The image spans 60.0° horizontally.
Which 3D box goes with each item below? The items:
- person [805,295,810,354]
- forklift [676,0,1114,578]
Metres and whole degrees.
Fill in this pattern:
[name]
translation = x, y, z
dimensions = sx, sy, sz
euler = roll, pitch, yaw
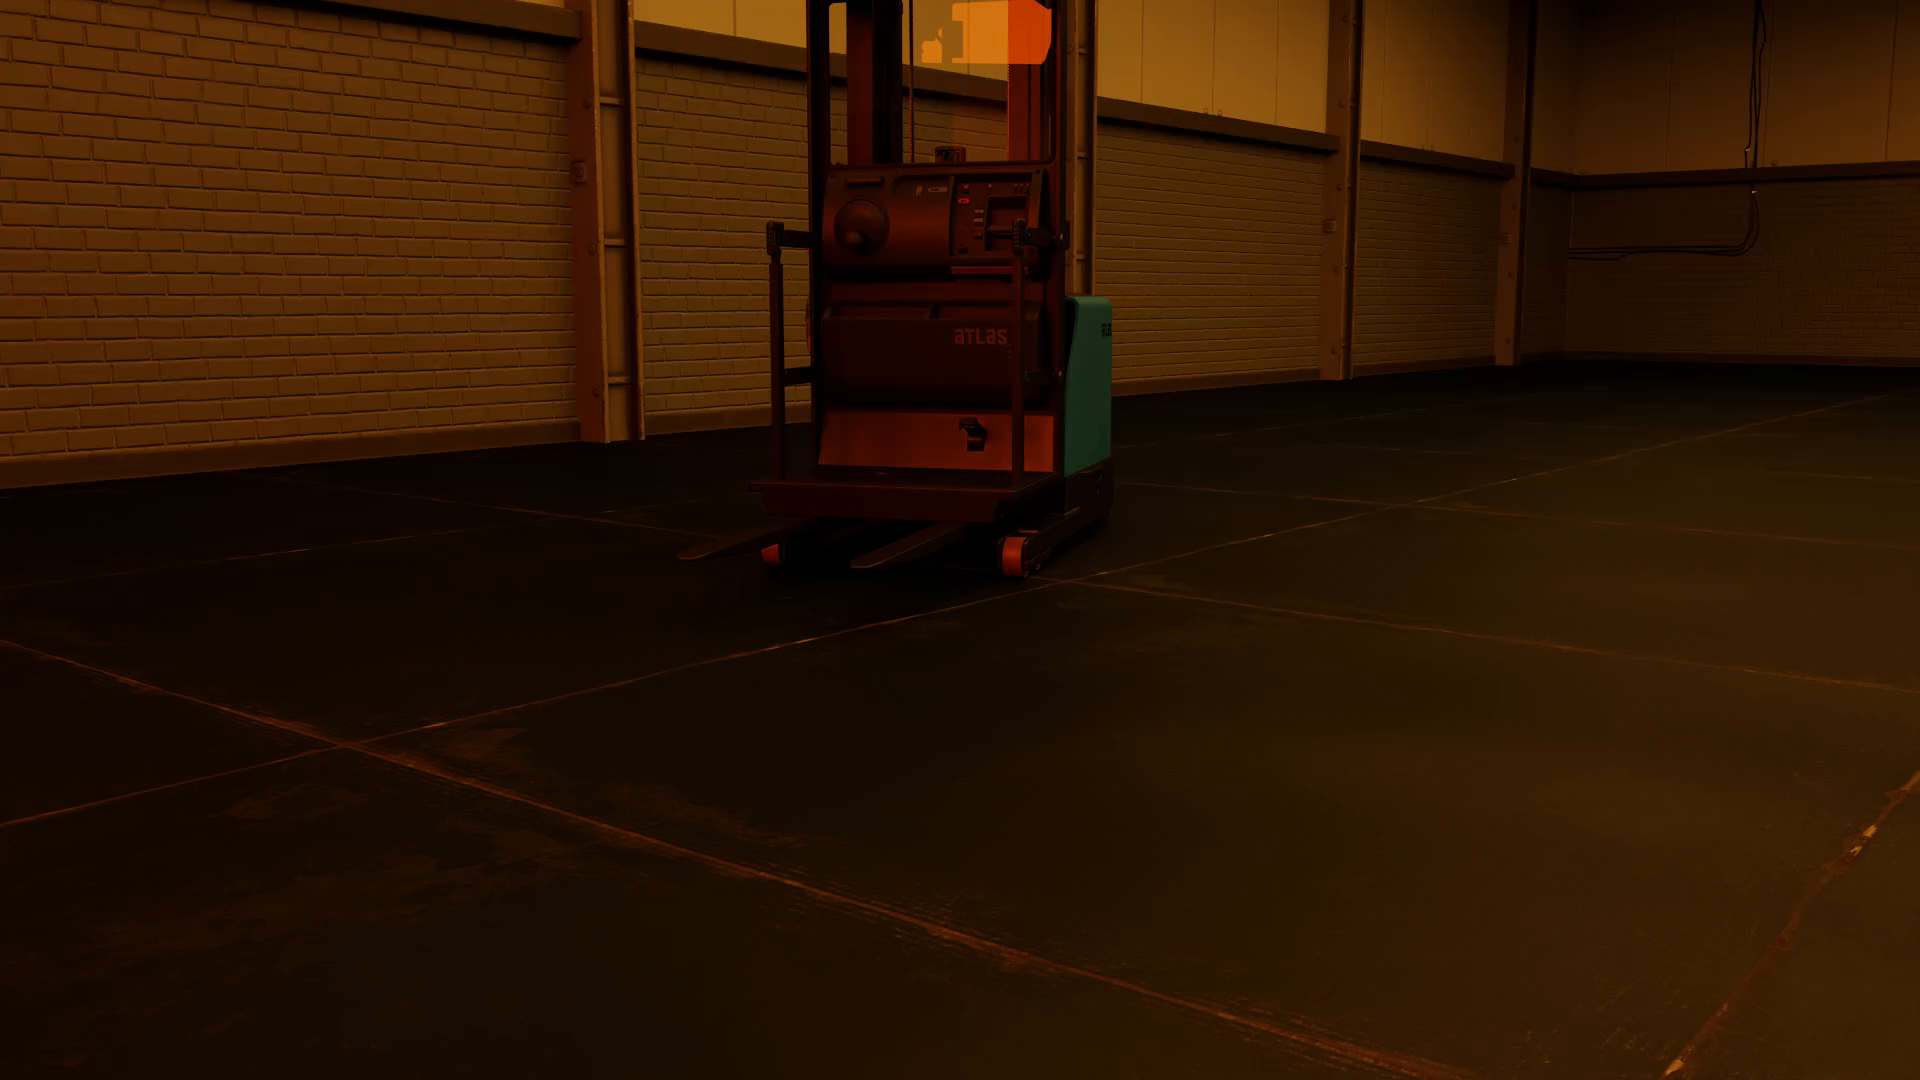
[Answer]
[person]
translation = -0.708, -1.240, 10.316
dimensions = 0.520, 1.596, 0.475
euler = -2, 9, -12
[forklift]
translation = -0.176, -1.366, 6.616
dimensions = 1.130, 2.935, 3.031
euler = 3, 9, 17
